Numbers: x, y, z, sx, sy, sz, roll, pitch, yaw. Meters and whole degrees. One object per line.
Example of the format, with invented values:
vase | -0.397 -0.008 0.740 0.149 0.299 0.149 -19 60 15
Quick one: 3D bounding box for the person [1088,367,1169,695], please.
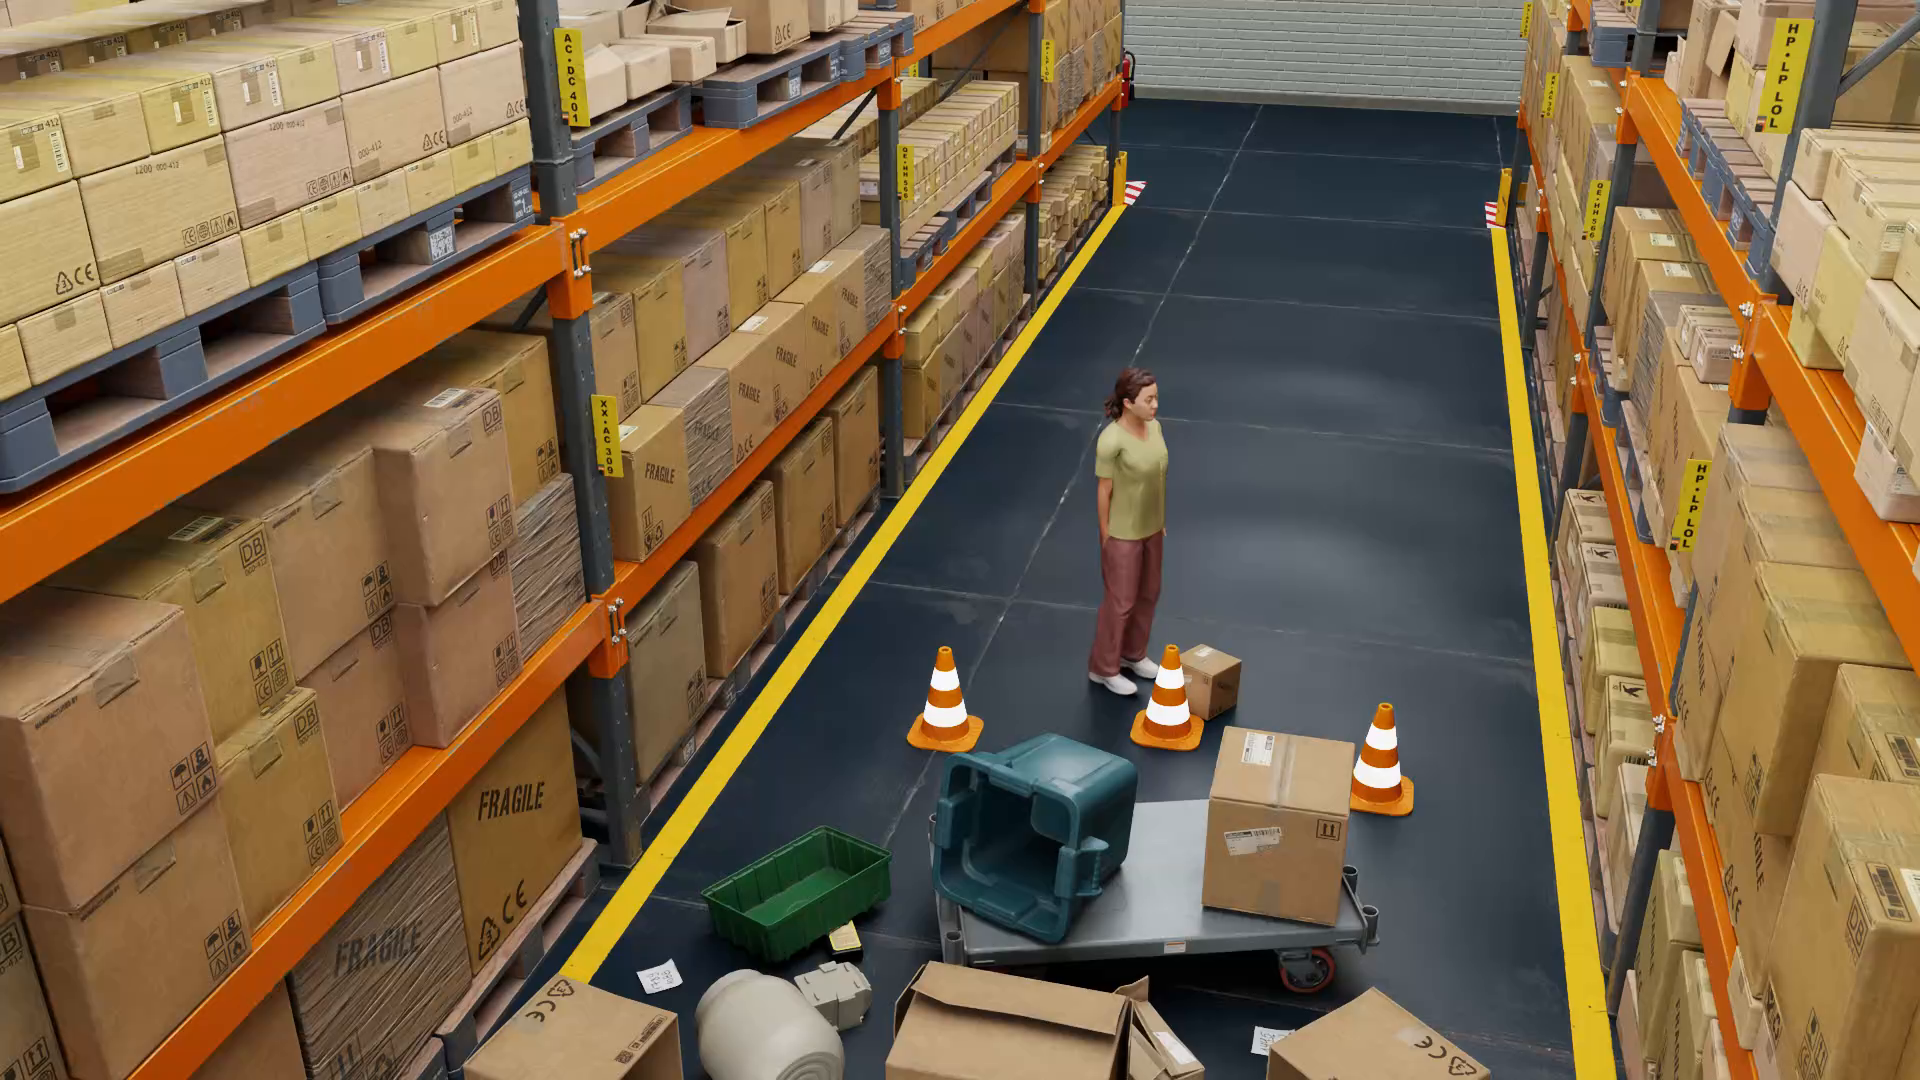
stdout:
person | 0.848 -0.053 8.233 0.440 1.667 0.370 -23 34 -40
